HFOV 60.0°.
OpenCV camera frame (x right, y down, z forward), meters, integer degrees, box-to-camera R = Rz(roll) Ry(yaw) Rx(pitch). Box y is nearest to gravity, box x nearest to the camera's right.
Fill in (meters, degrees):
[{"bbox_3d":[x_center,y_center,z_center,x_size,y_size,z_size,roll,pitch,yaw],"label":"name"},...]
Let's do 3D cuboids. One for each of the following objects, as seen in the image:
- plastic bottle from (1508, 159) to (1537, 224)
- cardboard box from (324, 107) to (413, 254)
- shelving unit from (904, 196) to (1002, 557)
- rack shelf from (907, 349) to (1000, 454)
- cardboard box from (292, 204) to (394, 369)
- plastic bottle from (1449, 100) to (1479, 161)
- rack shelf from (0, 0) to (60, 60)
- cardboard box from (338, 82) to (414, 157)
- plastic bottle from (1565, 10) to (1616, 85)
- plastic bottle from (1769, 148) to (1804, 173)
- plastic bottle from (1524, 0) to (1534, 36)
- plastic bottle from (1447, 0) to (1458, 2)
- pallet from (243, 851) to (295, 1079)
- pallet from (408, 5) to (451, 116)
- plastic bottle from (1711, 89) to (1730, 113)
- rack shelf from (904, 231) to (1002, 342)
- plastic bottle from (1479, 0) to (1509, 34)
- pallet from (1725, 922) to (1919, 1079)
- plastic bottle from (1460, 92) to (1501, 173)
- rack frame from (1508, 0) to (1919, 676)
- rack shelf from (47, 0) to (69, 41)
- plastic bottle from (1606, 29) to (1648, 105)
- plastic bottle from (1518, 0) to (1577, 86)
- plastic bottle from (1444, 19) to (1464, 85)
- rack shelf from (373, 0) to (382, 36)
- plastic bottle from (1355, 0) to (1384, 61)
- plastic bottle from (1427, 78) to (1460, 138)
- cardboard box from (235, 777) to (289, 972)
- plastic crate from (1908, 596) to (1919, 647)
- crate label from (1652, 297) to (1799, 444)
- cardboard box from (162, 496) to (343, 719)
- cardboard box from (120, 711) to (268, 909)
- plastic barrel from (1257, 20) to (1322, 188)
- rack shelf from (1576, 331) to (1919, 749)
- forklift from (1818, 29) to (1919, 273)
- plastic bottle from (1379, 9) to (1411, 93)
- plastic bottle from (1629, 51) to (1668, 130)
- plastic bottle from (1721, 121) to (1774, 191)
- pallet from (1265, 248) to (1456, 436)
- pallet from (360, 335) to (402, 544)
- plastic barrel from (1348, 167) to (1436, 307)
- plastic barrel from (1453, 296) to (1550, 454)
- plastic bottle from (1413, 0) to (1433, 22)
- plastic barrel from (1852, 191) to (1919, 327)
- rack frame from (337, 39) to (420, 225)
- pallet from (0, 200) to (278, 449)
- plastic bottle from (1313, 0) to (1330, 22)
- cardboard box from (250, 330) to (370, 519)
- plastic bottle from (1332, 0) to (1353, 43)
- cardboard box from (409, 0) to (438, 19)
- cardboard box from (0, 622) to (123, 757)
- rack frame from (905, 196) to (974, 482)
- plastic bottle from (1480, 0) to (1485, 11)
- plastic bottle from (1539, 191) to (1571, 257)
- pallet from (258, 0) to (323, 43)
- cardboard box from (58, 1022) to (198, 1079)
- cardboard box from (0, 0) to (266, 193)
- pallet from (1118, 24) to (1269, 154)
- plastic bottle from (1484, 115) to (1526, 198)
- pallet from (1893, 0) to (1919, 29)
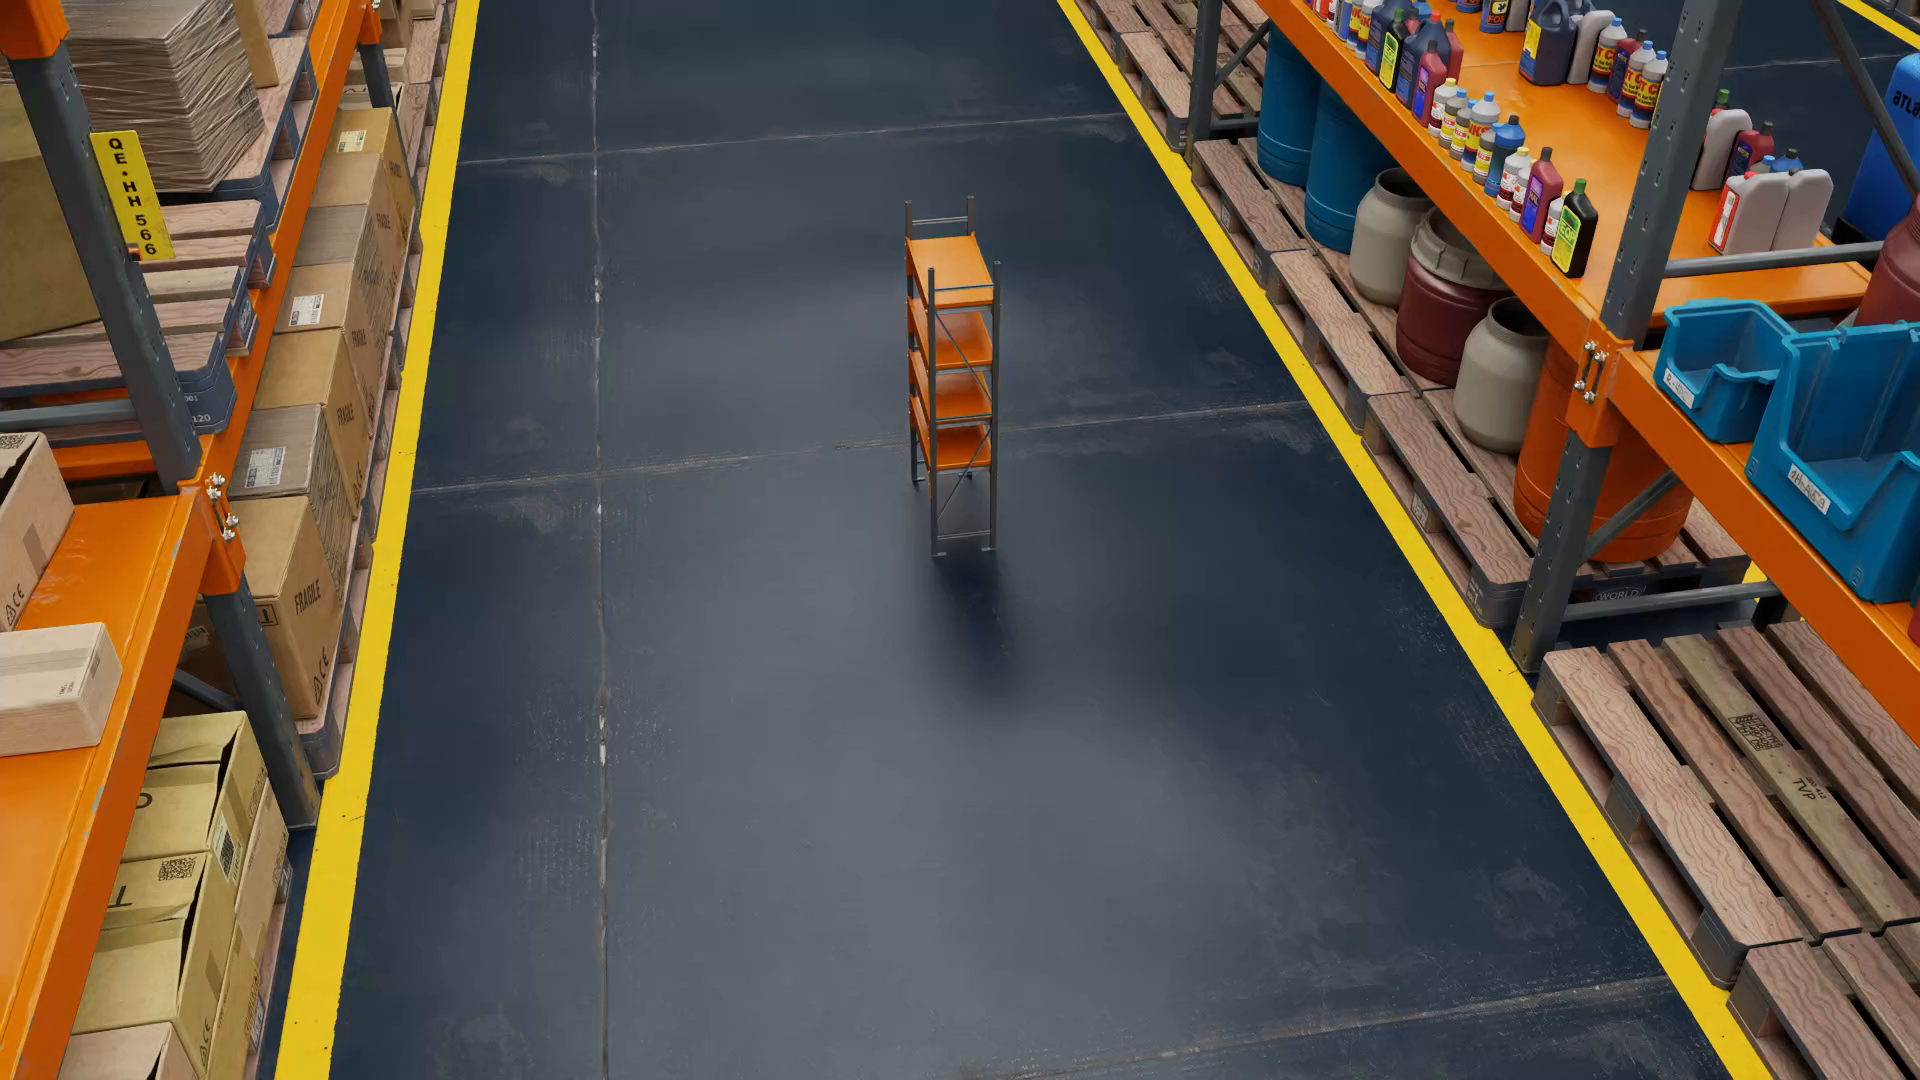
[{"bbox_3d":[1.864,-1.144,5.440,0.097,0.201,0.097,0,38,0],"label":"plastic bottle"},{"bbox_3d":[-2.812,-1.618,7.566,0.500,0.500,0.500,-6,38,-8],"label":"cardboard box"},{"bbox_3d":[-0.029,-0.574,6.011,0.258,1.200,0.503,-6,38,-8],"label":"shelving unit"},{"bbox_3d":[-0.029,-0.521,6.052,0.258,0.148,0.480,-6,38,-8],"label":"rack shelf"},{"bbox_3d":[-2.646,-1.015,6.791,0.500,0.500,0.500,-6,38,-7],"label":"cardboard box"},{"bbox_3d":[1.779,-1.438,5.818,0.097,0.201,0.097,0,38,0],"label":"plastic bottle"},{"bbox_3d":[-2.129,0.025,1.914,1.077,0.370,4.000,-6,38,-8],"label":"rack shelf"},{"bbox_3d":[-3.042,-2.087,8.325,0.500,0.311,0.500,-6,38,-8],"label":"cardboard box"},{"bbox_3d":[2.397,-1.898,6.349,0.152,0.276,0.135,-6,38,-8],"label":"plastic bottle"},{"bbox_3d":[2.647,-1.131,5.366,0.097,0.271,0.097,0,38,0],"label":"plastic bottle"},{"bbox_3d":[2.348,-2.134,6.713,0.097,0.201,0.097,0,38,0],"label":"plastic bottle"},{"bbox_3d":[2.117,-2.425,7.031,0.097,0.271,0.097,0,38,0],"label":"plastic bottle"},{"bbox_3d":[-2.374,1.320,4.379,1.003,0.211,1.213,-6,38,-8],"label":"pallet"},{"bbox_3d":[-3.518,-2.751,9.619,1.003,0.211,1.213,-6,38,-8],"label":"pallet"},{"bbox_3d":[2.580,-1.428,5.739,0.061,0.283,0.133,-6,38,-8],"label":"plastic bottle"},{"bbox_3d":[-0.029,-0.884,5.770,0.258,0.148,0.480,-6,38,-8],"label":"rack shelf"},{"bbox_3d":[2.181,-2.204,6.746,0.097,0.271,0.097,0,38,0],"label":"plastic bottle"},{"bbox_3d":[2.706,1.496,4.153,1.003,0.211,1.213,-6,38,-8],"label":"pallet"},{"bbox_3d":[1.796,-1.407,5.721,0.097,0.271,0.097,0,38,0],"label":"plastic bottle"},{"bbox_3d":[2.398,-0.813,4.852,1.000,3.000,0.127,-6,38,-8],"label":"rack frame"},{"bbox_3d":[-2.830,-2.391,5.024,1.077,0.370,4.000,-6,38,-8],"label":"rack shelf"},{"bbox_3d":[2.482,-1.766,6.173,0.061,0.283,0.133,-6,38,-8],"label":"plastic bottle"},{"bbox_3d":[2.247,-1.927,6.325,0.144,0.351,0.185,-6,38,-8],"label":"plastic bottle"},{"bbox_3d":[1.816,-1.783,6.195,0.061,0.283,0.133,-6,38,-8],"label":"plastic bottle"},{"bbox_3d":[-3.532,-3.622,9.054,1.077,0.370,4.000,-6,38,-8],"label":"rack shelf"},{"bbox_3d":[1.616,-2.027,6.518,0.097,0.271,0.097,0,38,0],"label":"plastic bottle"},{"bbox_3d":[1.744,-1.556,5.969,0.097,0.201,0.097,0,38,0],"label":"plastic bottle"},{"bbox_3d":[-2.147,0.929,4.508,0.500,0.250,0.500,-5,38,-7],"label":"cardboard box"},{"bbox_3d":[2.380,0.171,3.533,0.402,0.464,0.583,-6,38,-8],"label":"plastic crate"},{"bbox_3d":[2.102,-0.452,4.523,0.303,0.233,0.416,-6,38,-8],"label":"crate label"},{"bbox_3d":[-2.278,0.225,5.194,0.500,0.500,0.500,-5,38,-6],"label":"cardboard box"},{"bbox_3d":[-2.145,0.706,4.338,0.500,0.311,0.500,-5,38,-7],"label":"cardboard box"},{"bbox_3d":[1.775,-2.236,8.051,0.600,0.901,0.708,-6,38,-8],"label":"plastic barrel"},{"bbox_3d":[2.748,0.679,3.517,1.077,0.370,4.000,-6,38,-8],"label":"rack shelf"},{"bbox_3d":[4.824,-1.749,6.112,1.130,2.935,3.031,-8,39,-10],"label":"forklift"},{"bbox_3d":[1.650,-1.848,6.279,0.061,0.283,0.133,-6,38,-8],"label":"plastic bottle"},{"bbox_3d":[2.502,-1.631,6.009,0.097,0.271,0.097,0,38,0],"label":"plastic bottle"},{"bbox_3d":[2.627,-1.267,5.530,0.061,0.283,0.133,-6,38,-8],"label":"plastic bottle"},{"bbox_3d":[2.008,-0.919,7.261,1.003,0.211,1.213,-6,38,-8],"label":"pallet"},{"bbox_3d":[-2.784,-0.372,6.556,1.003,0.211,1.213,-6,38,-8],"label":"pallet"},{"bbox_3d":[1.910,-1.304,7.169,0.421,0.512,0.421,0,38,0],"label":"plastic barrel"},{"bbox_3d":[2.108,-0.622,6.291,0.421,0.512,0.421,0,38,0],"label":"plastic barrel"},{"bbox_3d":[1.775,-1.983,6.463,0.097,0.271,0.097,0,38,0],"label":"plastic bottle"},{"bbox_3d":[2.777,-0.619,4.491,0.600,0.536,0.708,-6,38,-8],"label":"plastic barrel"},{"bbox_3d":[-3.181,-2.699,7.279,1.000,3.000,0.127,-6,38,-8],"label":"rack frame"},{"bbox_3d":[-2.668,-0.609,4.745,1.213,0.211,1.003,-6,38,-8],"label":"pallet"},{"bbox_3d":[1.565,-2.300,6.867,0.152,0.276,0.135,-6,38,-8],"label":"plastic bottle"},{"bbox_3d":[-2.458,-0.394,5.991,0.500,0.500,0.500,-7,38,-9],"label":"cardboard box"},{"bbox_3d":[1.605,-2.160,6.687,0.152,0.276,0.135,-6,38,-8],"label":"plastic bottle"},{"bbox_3d":[-3.407,-3.323,9.966,0.500,0.250,0.500,-6,38,-8],"label":"cardboard box"},{"bbox_3d":[-2.050,0.330,3.585,0.380,0.149,0.250,-6,38,-8],"label":"cardboard box"},{"bbox_3d":[-0.072,-0.721,6.200,0.240,1.200,0.015,-6,38,-8],"label":"rack frame"},{"bbox_3d":[2.260,-2.370,6.957,0.152,0.276,0.135,-6,38,-8],"label":"plastic bottle"},{"bbox_3d":[1.904,-1.005,5.260,0.097,0.201,0.097,0,38,0],"label":"plastic bottle"},{"bbox_3d":[-3.148,-2.128,6.701,1.003,0.211,1.213,-6,38,-8],"label":"pallet"},{"bbox_3d":[-1.962,1.324,3.542,0.500,0.311,0.500,-6,38,-8],"label":"cardboard box"},{"bbox_3d":[-2.673,-1.429,5.221,0.700,0.500,0.500,0,38,1],"label":"cardboard box"},{"bbox_3d":[1.529,-2.568,9.383,1.003,0.211,1.213,-6,38,-8],"label":"pallet"},{"bbox_3d":[1.830,-1.289,5.569,0.097,0.271,0.097,0,38,0],"label":"plastic bottle"},{"bbox_3d":[6.516,-3.128,10.105,1.003,0.211,1.213,-6,38,-8],"label":"pallet"}]
